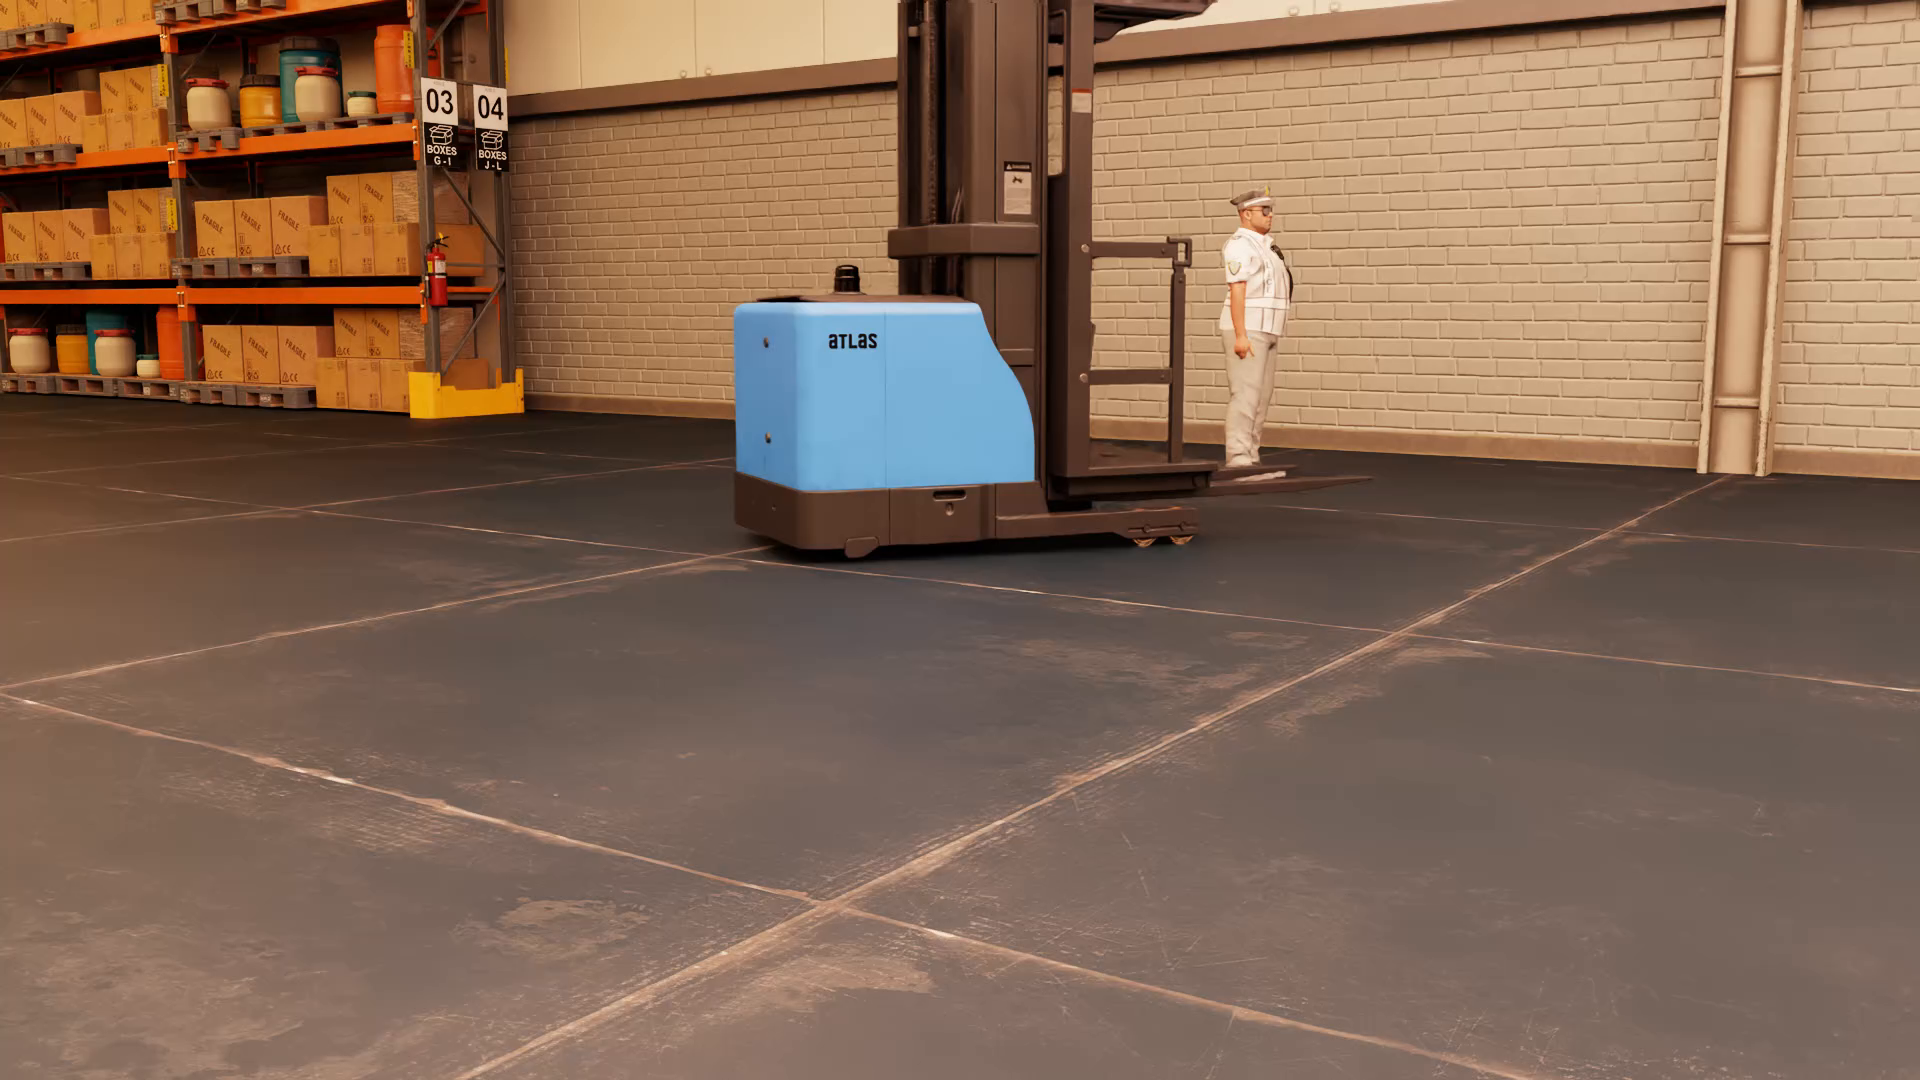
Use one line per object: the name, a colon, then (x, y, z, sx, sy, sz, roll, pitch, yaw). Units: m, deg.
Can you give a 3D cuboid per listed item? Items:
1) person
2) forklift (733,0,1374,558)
person: (1.787, -1.245, 10.090, 0.399, 1.770, 0.521, 4, 9, 24)
forklift: (0.522, -1.490, 7.667, 3.031, 2.935, 1.130, -4, 9, -24)
